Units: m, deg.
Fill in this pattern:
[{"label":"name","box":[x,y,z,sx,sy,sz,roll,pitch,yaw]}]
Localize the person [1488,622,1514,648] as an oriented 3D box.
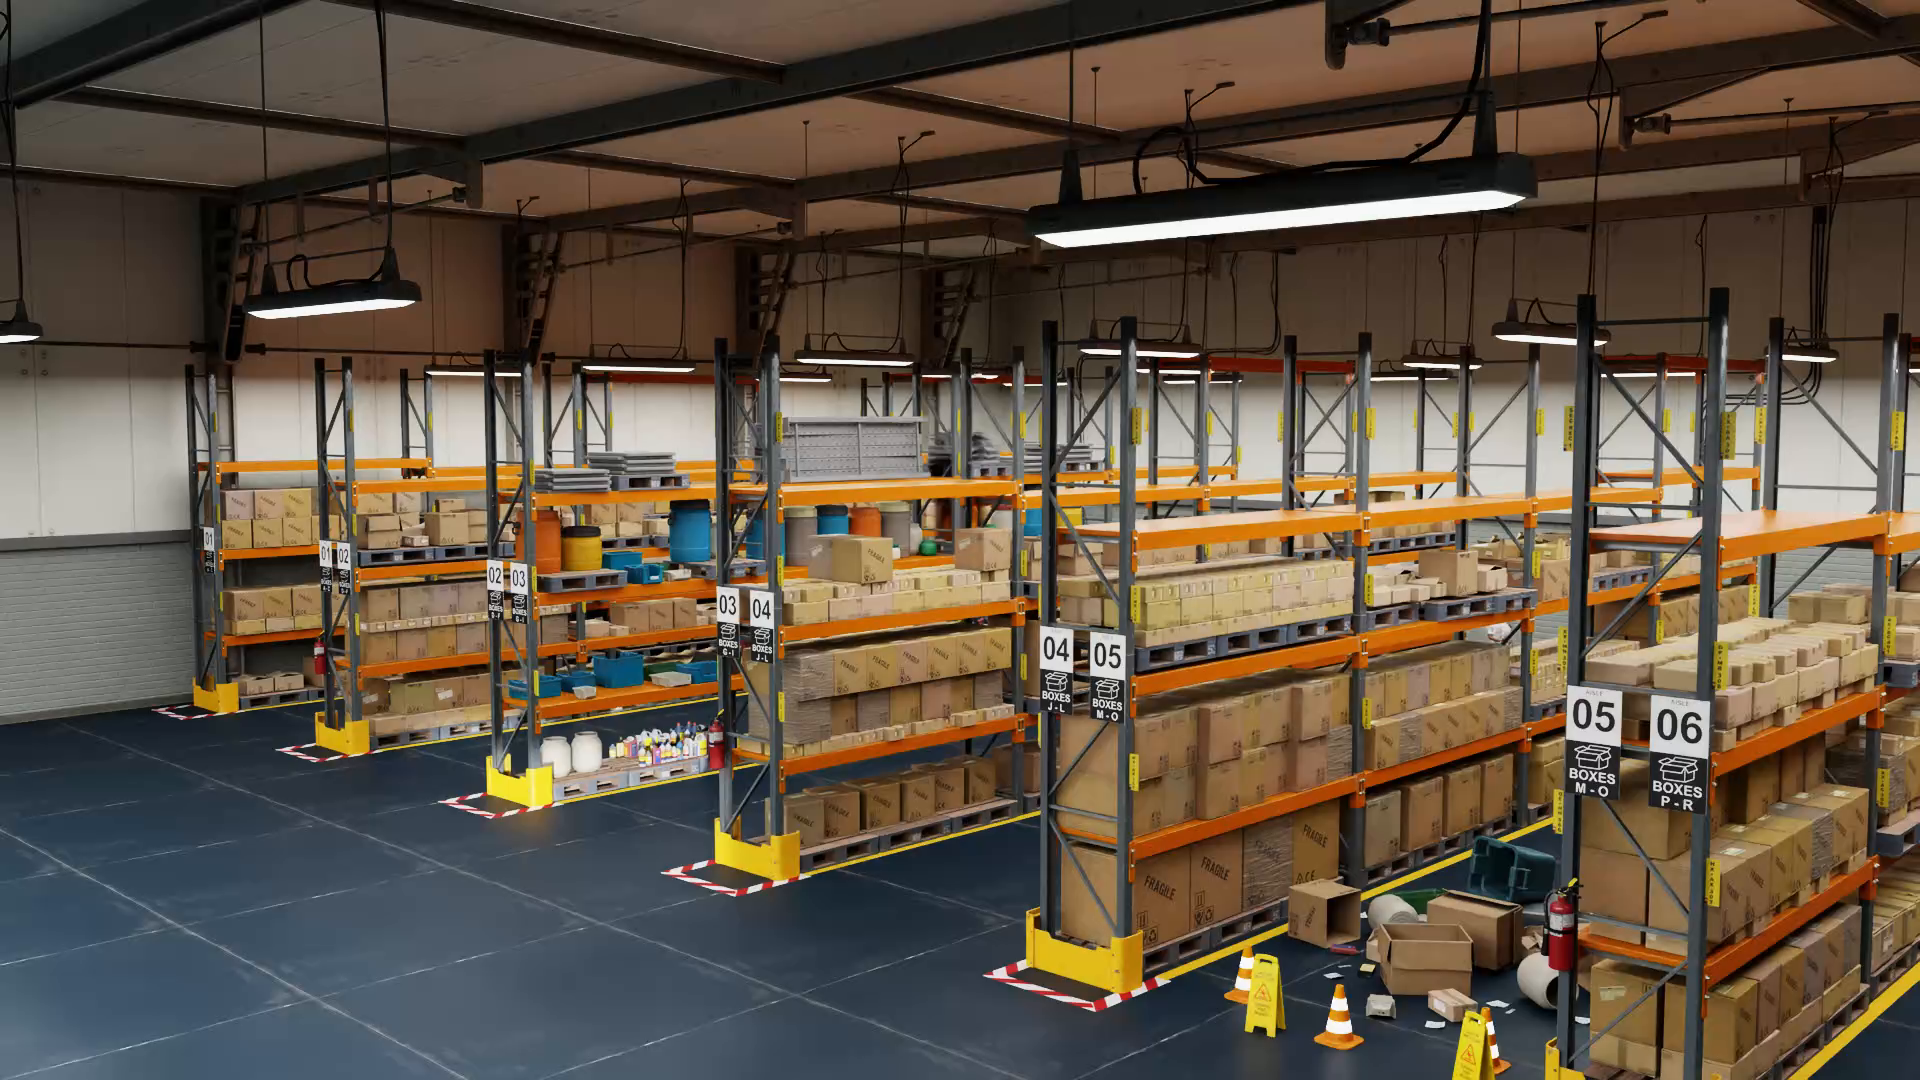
[{"label":"person","box":[9.887,2.010,30.355,0.649,1.670,0.823,-4,6,-39]}]
